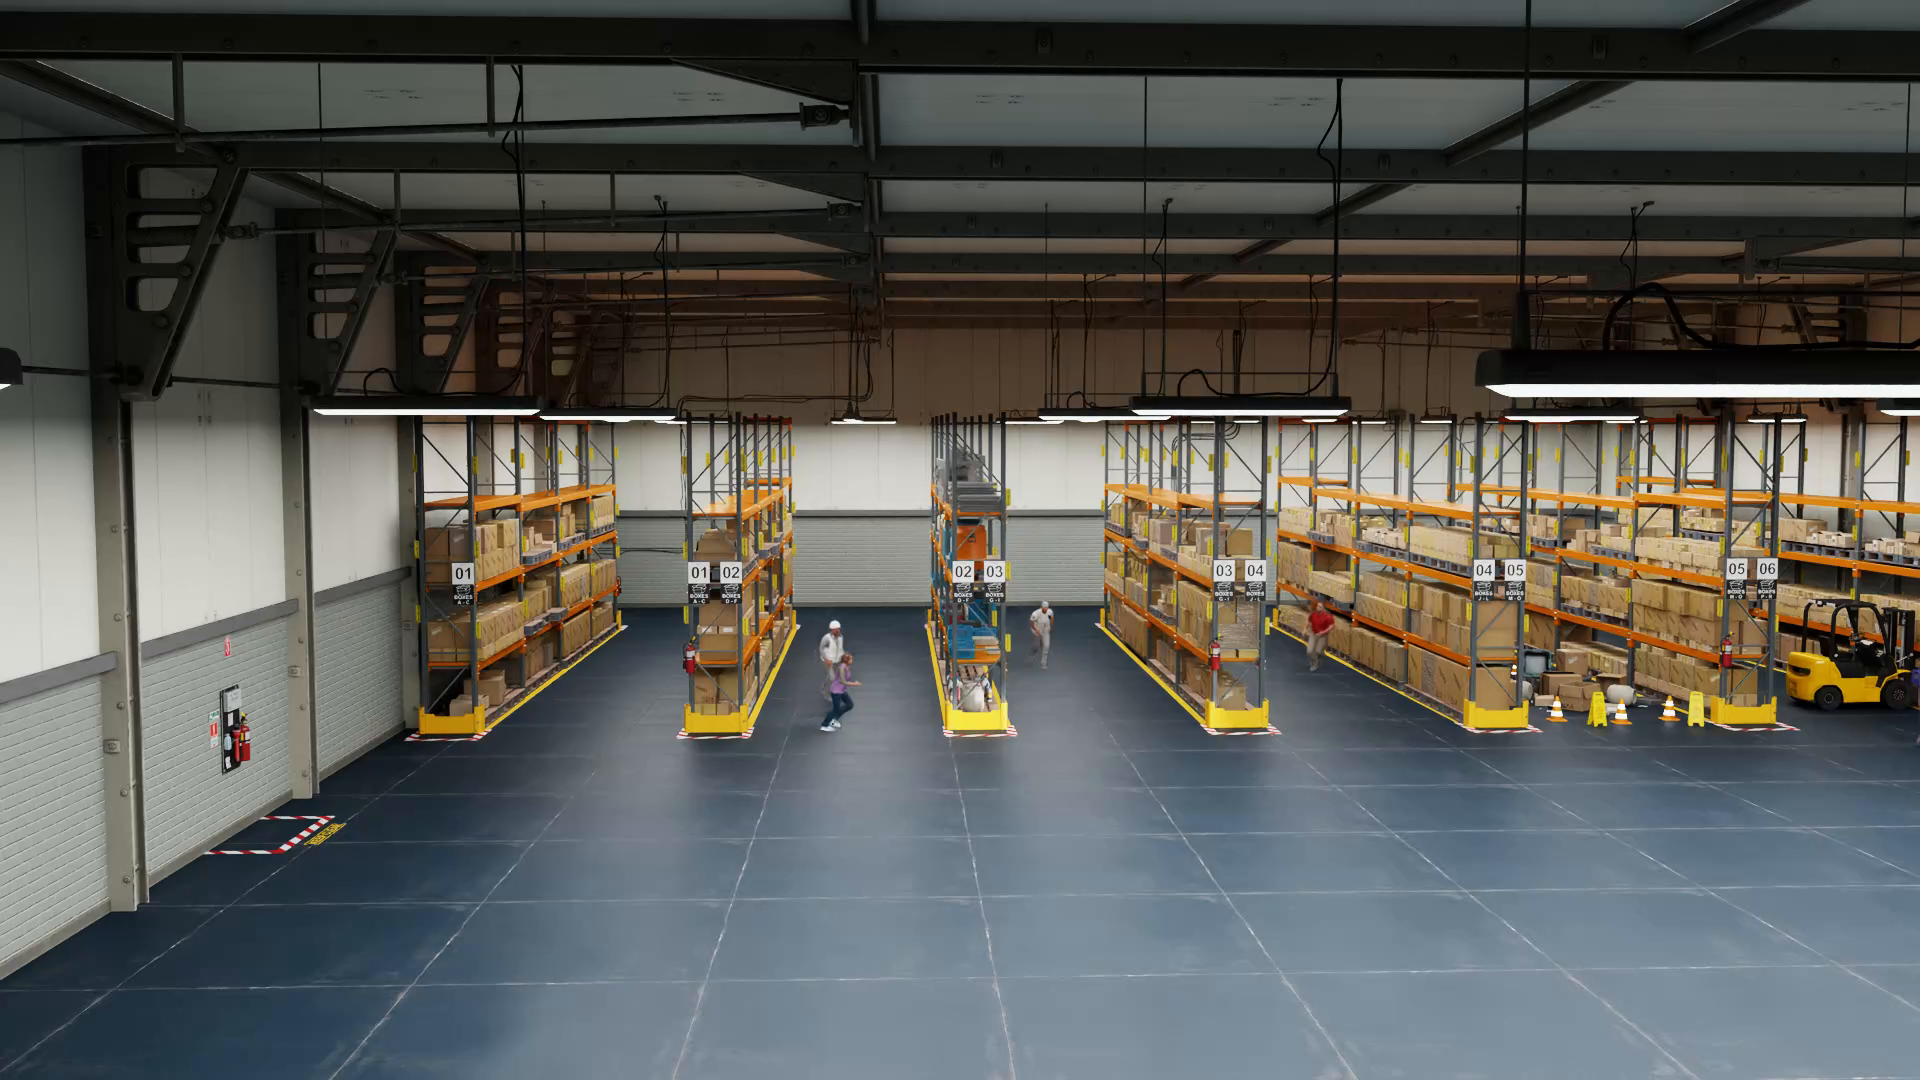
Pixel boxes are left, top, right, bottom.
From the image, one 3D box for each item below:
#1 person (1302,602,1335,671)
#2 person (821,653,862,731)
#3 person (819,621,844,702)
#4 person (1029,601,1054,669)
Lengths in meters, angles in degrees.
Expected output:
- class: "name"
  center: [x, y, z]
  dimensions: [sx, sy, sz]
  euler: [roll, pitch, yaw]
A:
- class: "person"
  center: [8.449, 2.272, 39.097]
  dimensions: [0.743, 1.638, 0.552]
  euler: [2, 4, 27]
- class: "person"
  center: [-2.224, 2.853, 31.224]
  dimensions: [0.802, 1.503, 0.537]
  euler: [1, 4, 13]
- class: "person"
  center: [-2.723, 2.520, 34.735]
  dimensions: [0.815, 1.722, 0.657]
  euler: [3, 5, 42]
- class: "person"
  center: [1.910, 2.246, 39.741]
  dimensions: [0.631, 1.633, 0.984]
  euler: [-2, 4, -24]
